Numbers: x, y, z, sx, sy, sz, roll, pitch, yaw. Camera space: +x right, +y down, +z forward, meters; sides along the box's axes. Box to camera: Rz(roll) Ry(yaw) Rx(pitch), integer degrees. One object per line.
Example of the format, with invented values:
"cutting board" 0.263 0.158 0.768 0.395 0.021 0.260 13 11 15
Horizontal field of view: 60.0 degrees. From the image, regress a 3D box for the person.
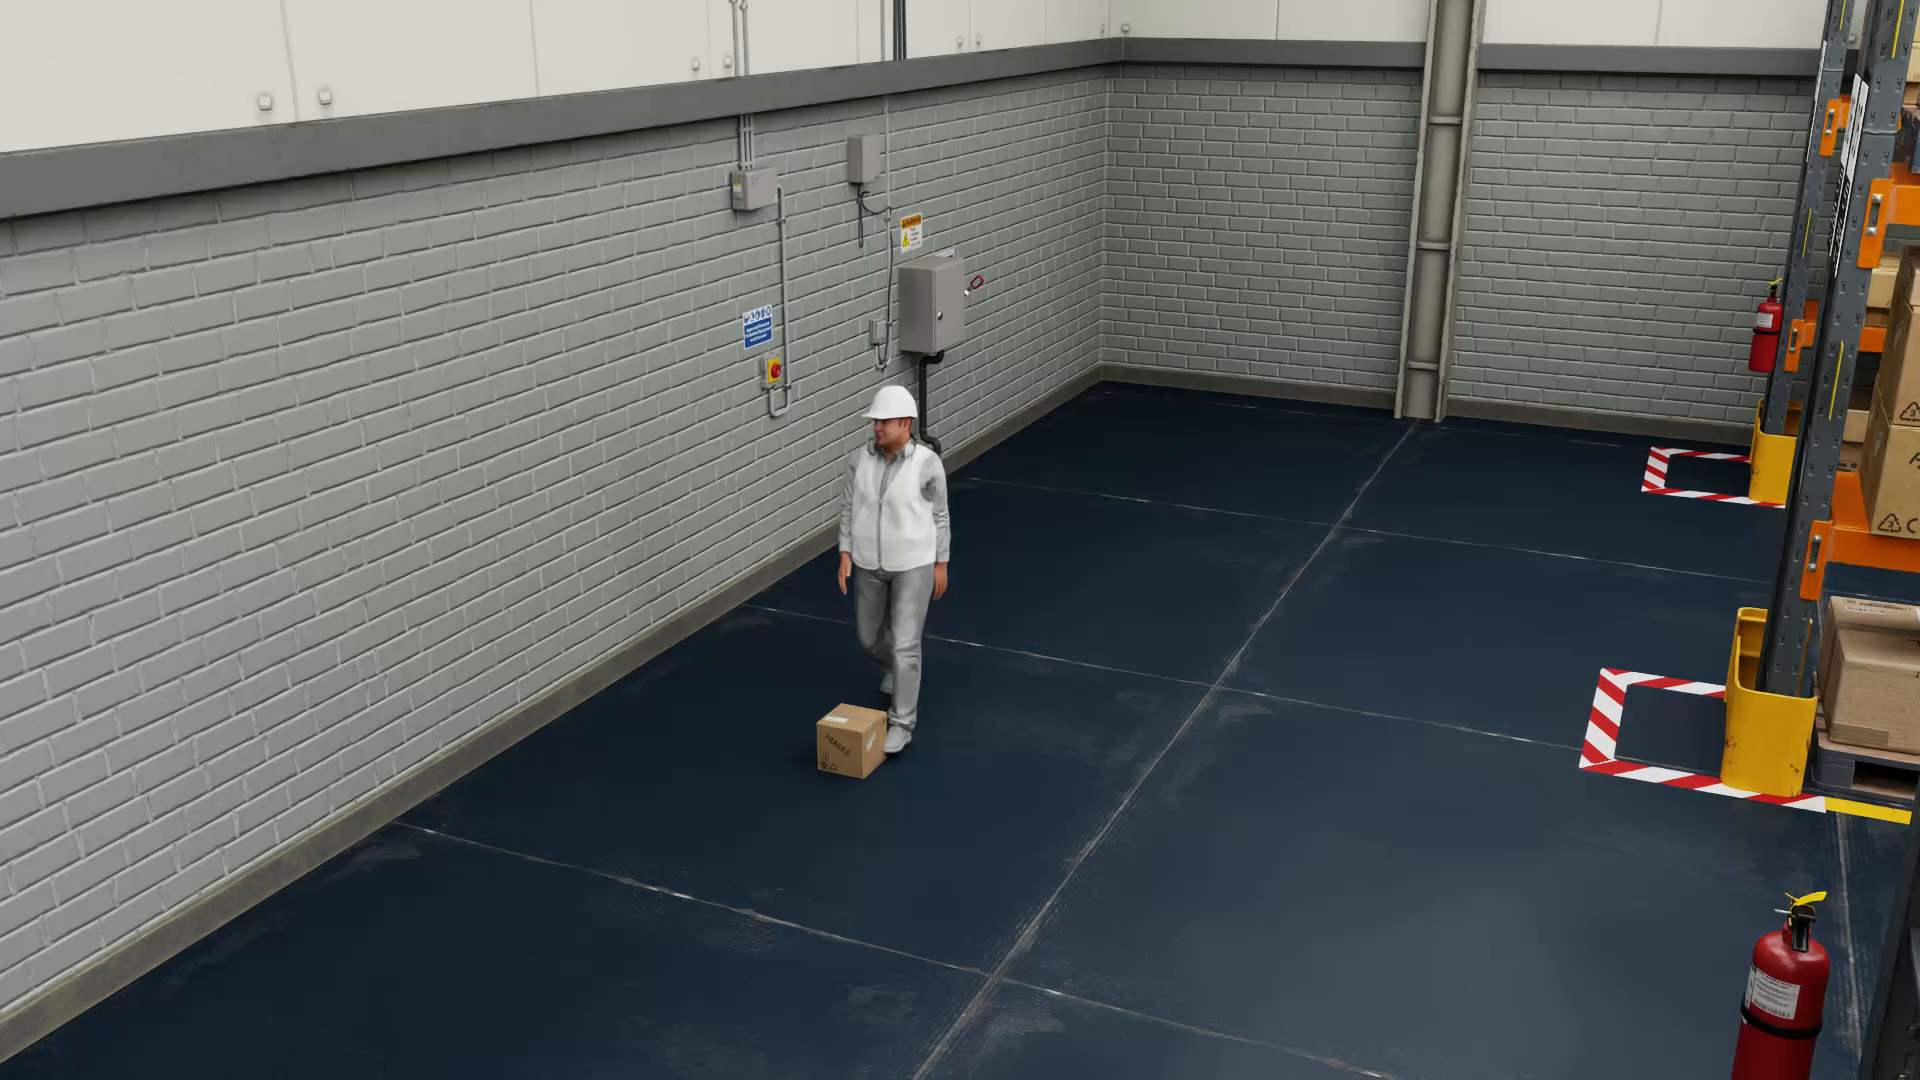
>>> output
"person" -0.351 0.112 8.224 0.549 1.747 0.844 7 20 19
